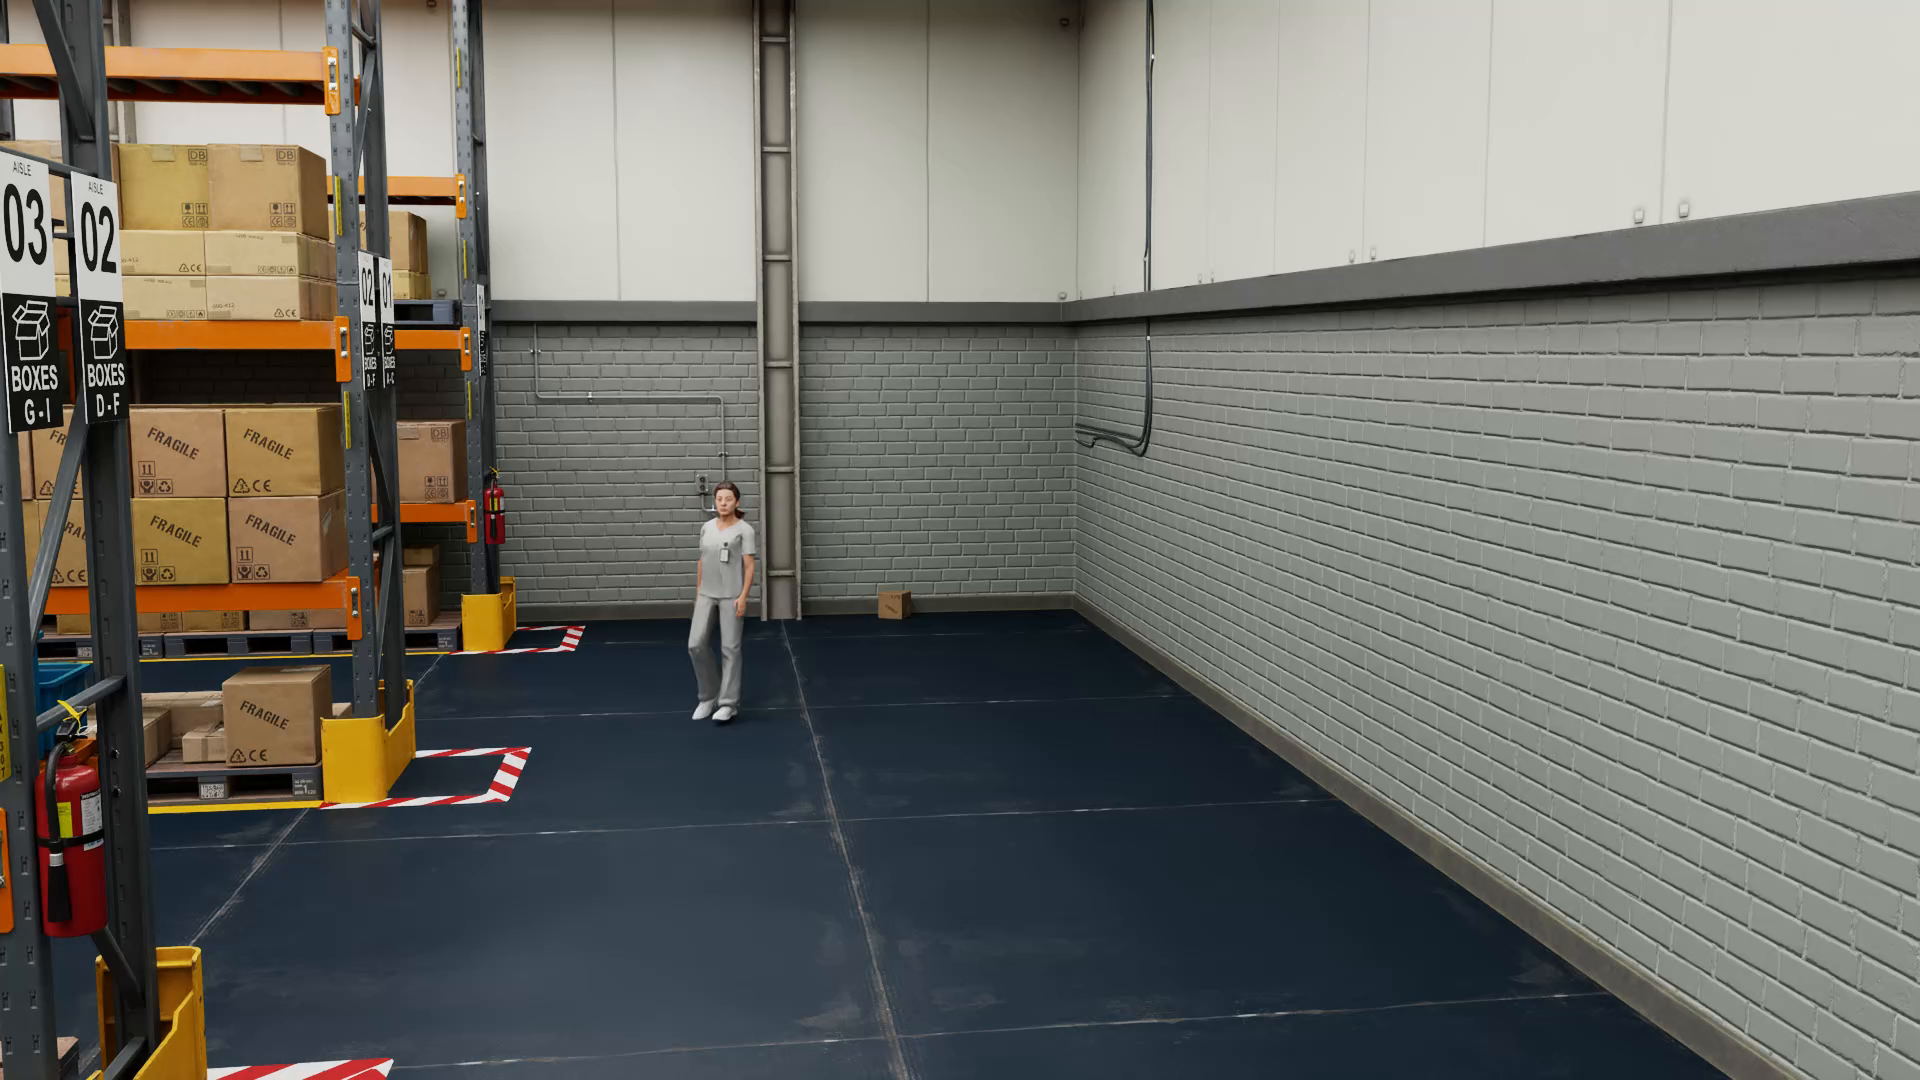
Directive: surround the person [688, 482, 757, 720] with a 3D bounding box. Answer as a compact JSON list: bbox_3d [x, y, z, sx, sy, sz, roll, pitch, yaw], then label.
[{"bbox_3d":[-1.699,0.461,11.874,0.486,1.702,0.487,2,7,19],"label":"person"}]
